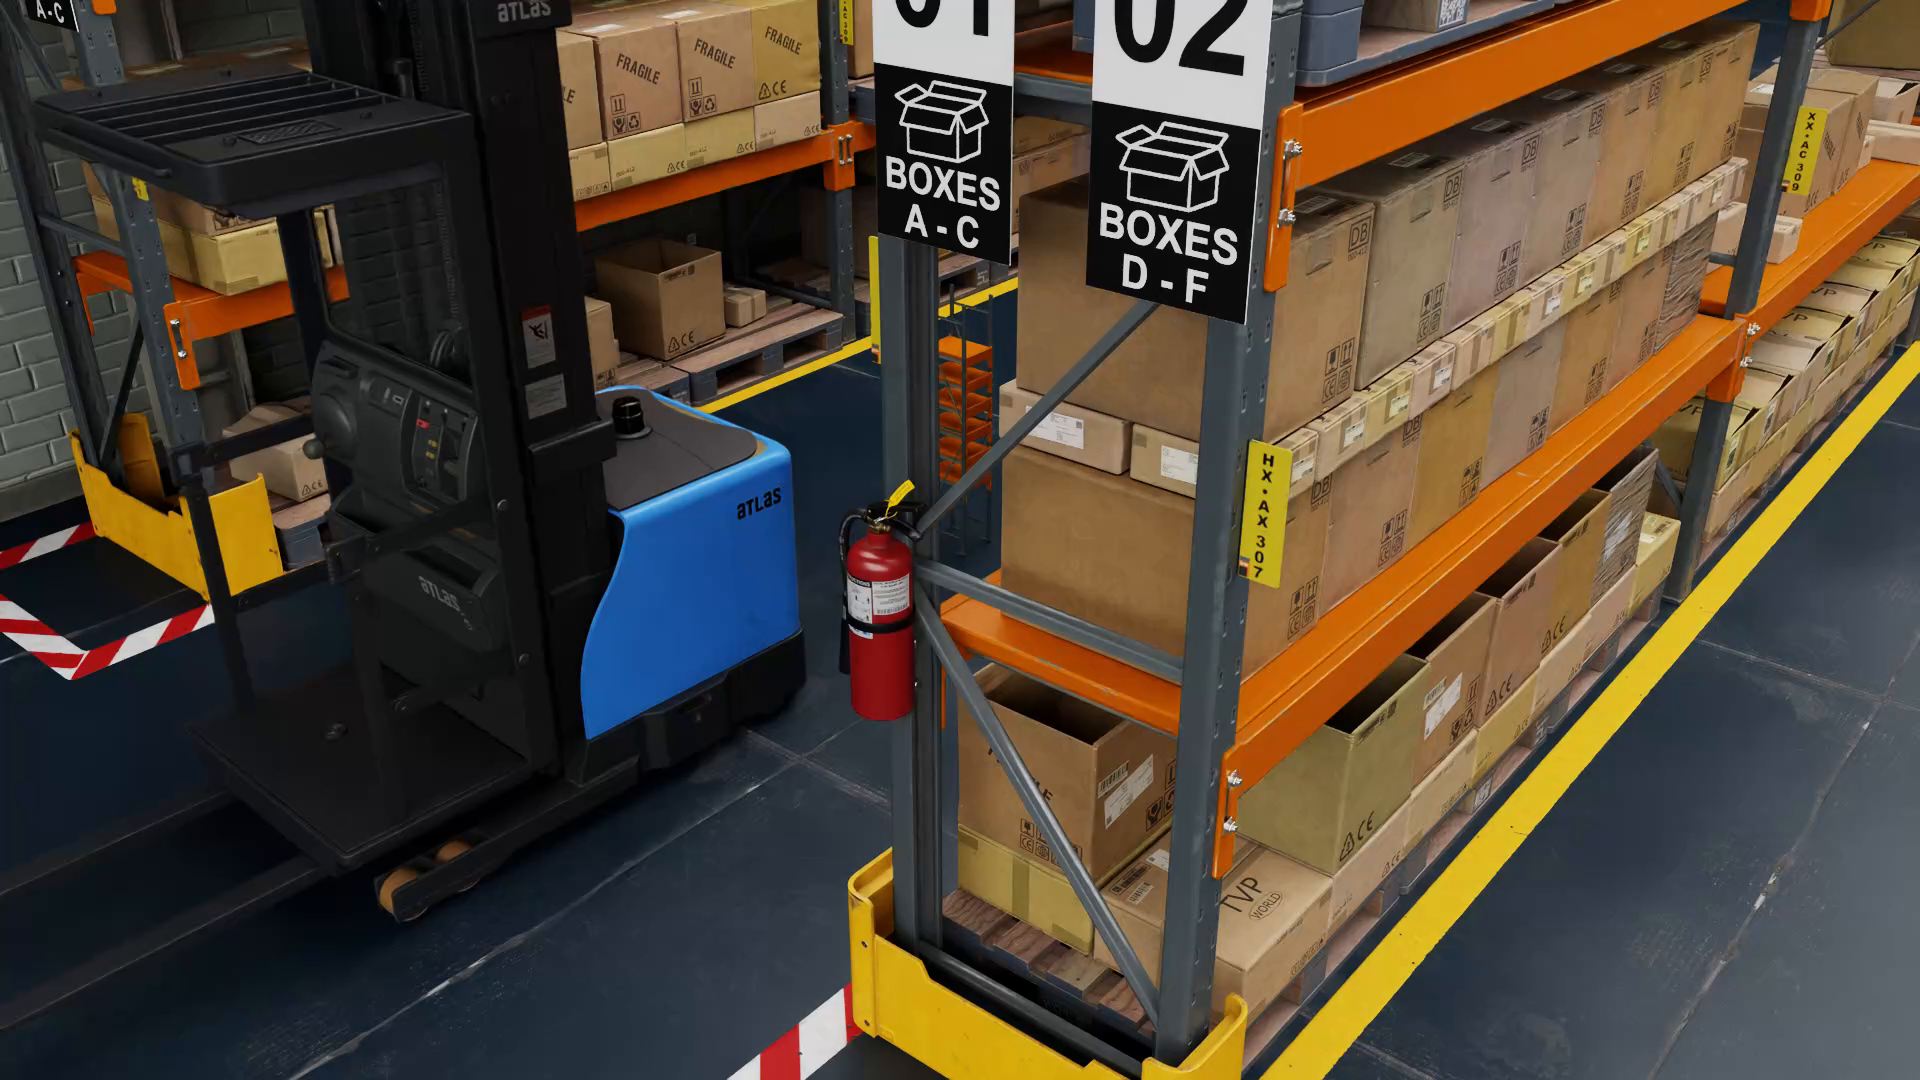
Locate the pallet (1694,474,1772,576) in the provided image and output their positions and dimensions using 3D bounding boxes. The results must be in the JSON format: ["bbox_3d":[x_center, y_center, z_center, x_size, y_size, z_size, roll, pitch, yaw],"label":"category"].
[{"bbox_3d":[3.211,-0.251,8.005,1.003,0.211,1.213,21,34,34],"label":"pallet"}]

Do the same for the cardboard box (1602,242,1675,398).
[{"bbox_3d":[2.164,-0.913,6.141,0.700,0.500,0.500,20,34,34],"label":"cardboard box"}]

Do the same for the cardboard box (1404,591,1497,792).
[{"bbox_3d":[1.365,0.419,5.394,0.500,0.500,0.500,21,34,34],"label":"cardboard box"}]

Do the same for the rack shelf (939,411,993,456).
[{"bbox_3d":[-0.009,-0.488,7.485,0.258,0.103,0.180,21,34,34],"label":"rack shelf"}]

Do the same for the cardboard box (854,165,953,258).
[{"bbox_3d":[-0.307,-2.212,11.003,0.700,0.500,0.500,20,33,33],"label":"cardboard box"}]

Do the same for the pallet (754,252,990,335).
[{"bbox_3d":[-0.558,-1.701,10.808,1.003,0.211,1.213,21,34,34],"label":"pallet"}]

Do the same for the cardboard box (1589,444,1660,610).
[{"bbox_3d":[2.319,-0.113,6.423,0.500,0.500,0.500,21,34,34],"label":"cardboard box"}]

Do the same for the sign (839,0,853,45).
[{"bbox_3d":[-0.629,-2.892,9.133,0.100,0.325,0.005,21,34,34],"label":"sign"}]

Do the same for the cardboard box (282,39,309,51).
[{"bbox_3d":[-2.808,-2.110,7.889,0.500,0.500,0.500,20,33,33],"label":"cardboard box"}]

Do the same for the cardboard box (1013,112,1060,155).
[{"bbox_3d":[0.340,-2.861,11.442,0.500,0.250,0.500,21,34,34],"label":"cardboard box"}]

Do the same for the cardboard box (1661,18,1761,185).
[{"bbox_3d":[2.495,-1.678,6.208,0.700,0.500,0.500,21,34,35],"label":"cardboard box"}]

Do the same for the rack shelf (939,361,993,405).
[{"bbox_3d":[-0.009,-0.701,7.375,0.258,0.103,0.180,21,34,34],"label":"rack shelf"}]

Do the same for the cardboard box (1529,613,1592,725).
[{"bbox_3d":[2.014,0.402,6.243,0.500,0.250,0.500,21,34,34],"label":"cardboard box"}]

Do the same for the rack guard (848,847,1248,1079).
[{"bbox_3d":[0.213,1.320,4.654,1.175,0.500,0.348,21,34,34],"label":"rack guard"}]

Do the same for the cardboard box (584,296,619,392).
[{"bbox_3d":[-2.219,-0.997,8.654,0.700,0.500,0.500,18,33,31],"label":"cardboard box"}]

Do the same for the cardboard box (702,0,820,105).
[{"bbox_3d":[-1.115,-2.680,8.992,0.500,0.500,0.500,21,34,34],"label":"cardboard box"}]

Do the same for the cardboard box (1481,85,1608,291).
[{"bbox_3d":[1.537,-1.144,5.176,0.700,0.500,0.500,21,34,34],"label":"cardboard box"}]

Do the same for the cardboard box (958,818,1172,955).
[{"bbox_3d":[0.341,0.960,5.165,0.500,0.250,0.500,21,34,34],"label":"cardboard box"}]

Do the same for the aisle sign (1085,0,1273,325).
[{"bbox_3d":[0.423,-0.840,3.280,0.394,0.787,0.004,21,34,34],"label":"aisle sign"}]

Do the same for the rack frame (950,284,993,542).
[{"bbox_3d":[0.049,-0.560,7.527,0.240,1.200,0.006,21,34,34],"label":"rack frame"}]

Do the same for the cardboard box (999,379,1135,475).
[{"bbox_3d":[0.324,-0.322,4.293,0.380,0.149,0.250,20,33,34],"label":"cardboard box"}]

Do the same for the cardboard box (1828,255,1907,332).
[{"bbox_3d":[4.848,-1.405,9.127,0.500,0.311,0.500,20,34,34],"label":"cardboard box"}]

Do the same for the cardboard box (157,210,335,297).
[{"bbox_3d":[-3.041,-1.267,7.077,0.500,0.250,0.500,20,33,33],"label":"cardboard box"}]

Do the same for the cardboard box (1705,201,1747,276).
[{"bbox_3d":[3.052,-1.337,7.234,0.500,0.250,0.500,23,35,37],"label":"cardboard box"}]

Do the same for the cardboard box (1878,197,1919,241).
[{"bbox_3d":[5.827,-1.798,10.202,0.500,0.500,0.500,22,35,36],"label":"cardboard box"}]

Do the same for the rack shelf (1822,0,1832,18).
[{"bbox_3d":[4.044,-2.938,7.684,1.077,0.370,4.000,21,34,34],"label":"rack shelf"}]

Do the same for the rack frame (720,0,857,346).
[{"bbox_3d":[-1.053,-2.663,9.633,1.000,3.000,0.127,21,34,34],"label":"rack frame"}]

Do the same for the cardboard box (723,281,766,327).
[{"bbox_3d":[-1.370,-1.402,9.799,0.380,0.166,0.250,16,31,28],"label":"cardboard box"}]

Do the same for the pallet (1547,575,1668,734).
[{"bbox_3d":[2.234,0.292,6.956,1.003,0.211,1.213,21,34,34],"label":"pallet"}]

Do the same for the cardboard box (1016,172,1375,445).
[{"bbox_3d":[0.568,-0.600,4.124,0.700,0.500,0.500,21,34,35],"label":"cardboard box"}]

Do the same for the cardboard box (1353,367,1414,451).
[{"bbox_3d":[0.969,-0.390,4.424,0.380,0.149,0.250,21,34,35],"label":"cardboard box"}]

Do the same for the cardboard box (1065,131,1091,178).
[{"bbox_3d":[0.657,-2.747,12.038,0.700,0.500,0.500,21,34,34],"label":"cardboard box"}]

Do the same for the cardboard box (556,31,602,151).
[{"bbox_3d":[-2.087,-2.142,7.951,0.500,0.500,0.500,22,35,36],"label":"cardboard box"}]

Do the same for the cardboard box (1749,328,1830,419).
[{"bbox_3d":[3.878,-0.864,8.082,0.500,0.311,0.500,19,33,33],"label":"cardboard box"}]

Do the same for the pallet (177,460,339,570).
[{"bbox_3d":[-3.004,-0.311,8.121,1.003,0.211,1.213,21,34,34],"label":"pallet"}]

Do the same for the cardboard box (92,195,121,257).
[{"bbox_3d":[-3.449,-1.409,7.351,0.500,0.250,0.500,21,34,35],"label":"cardboard box"}]

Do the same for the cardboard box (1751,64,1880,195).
[{"bbox_3d":[4.262,-2.079,8.396,0.500,0.500,0.500,19,33,32],"label":"cardboard box"}]

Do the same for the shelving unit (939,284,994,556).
[{"bbox_3d":[-0.009,-0.528,7.464,0.258,1.200,0.189,21,34,34],"label":"shelving unit"}]

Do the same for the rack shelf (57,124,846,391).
[{"bbox_3d":[-2.325,-1.634,8.428,1.077,0.370,4.000,21,34,34],"label":"rack shelf"}]

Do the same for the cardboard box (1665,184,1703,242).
[{"bbox_3d":[2.441,-1.209,6.008,0.380,0.149,0.250,20,33,33],"label":"cardboard box"}]

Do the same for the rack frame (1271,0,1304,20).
[{"bbox_3d":[0.228,-2.463,2.717,1.000,3.000,0.127,21,34,34],"label":"rack frame"}]

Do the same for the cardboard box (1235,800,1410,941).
[{"bbox_3d":[1.056,0.933,5.218,0.500,0.250,0.500,21,34,34],"label":"cardboard box"}]

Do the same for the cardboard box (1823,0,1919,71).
[{"bbox_3d":[5.630,-3.122,9.954,0.700,0.500,0.500,10,29,18],"label":"cardboard box"}]

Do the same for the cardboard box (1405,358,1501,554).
[{"bbox_3d":[1.185,-0.367,5.085,0.700,0.500,0.500,21,34,35],"label":"cardboard box"}]

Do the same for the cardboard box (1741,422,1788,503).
[{"bbox_3d":[3.546,-0.433,7.858,0.500,0.250,0.500,22,34,36],"label":"cardboard box"}]

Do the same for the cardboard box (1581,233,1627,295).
[{"bbox_3d":[1.956,-0.940,5.488,0.380,0.149,0.250,22,34,36],"label":"cardboard box"}]

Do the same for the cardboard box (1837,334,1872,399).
[{"bbox_3d":[4.523,-0.981,8.917,0.500,0.250,0.500,22,34,36],"label":"cardboard box"}]

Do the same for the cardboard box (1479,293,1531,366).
[{"bbox_3d":[1.461,-0.664,4.955,0.380,0.149,0.250,20,34,34],"label":"cardboard box"}]

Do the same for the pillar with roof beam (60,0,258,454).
[{"bbox_3d":[-0.497,-3.152,4.050,9.100,9.000,0.400,21,34,34],"label":"pillar with roof beam"}]

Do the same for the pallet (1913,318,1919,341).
[{"bbox_3d":[5.821,-1.650,10.710,1.003,0.211,1.213,21,34,34],"label":"pallet"}]

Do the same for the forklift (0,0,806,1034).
[{"bbox_3d":[-1.965,-0.338,5.213,1.130,2.935,3.031,23,35,37],"label":"forklift"}]

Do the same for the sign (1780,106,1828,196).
[{"bbox_3d":[3.201,-1.475,6.307,0.100,0.325,0.005,21,34,34],"label":"sign"}]

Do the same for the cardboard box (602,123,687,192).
[{"bbox_3d":[-1.751,-1.992,8.477,0.500,0.250,0.500,21,34,34],"label":"cardboard box"}]
